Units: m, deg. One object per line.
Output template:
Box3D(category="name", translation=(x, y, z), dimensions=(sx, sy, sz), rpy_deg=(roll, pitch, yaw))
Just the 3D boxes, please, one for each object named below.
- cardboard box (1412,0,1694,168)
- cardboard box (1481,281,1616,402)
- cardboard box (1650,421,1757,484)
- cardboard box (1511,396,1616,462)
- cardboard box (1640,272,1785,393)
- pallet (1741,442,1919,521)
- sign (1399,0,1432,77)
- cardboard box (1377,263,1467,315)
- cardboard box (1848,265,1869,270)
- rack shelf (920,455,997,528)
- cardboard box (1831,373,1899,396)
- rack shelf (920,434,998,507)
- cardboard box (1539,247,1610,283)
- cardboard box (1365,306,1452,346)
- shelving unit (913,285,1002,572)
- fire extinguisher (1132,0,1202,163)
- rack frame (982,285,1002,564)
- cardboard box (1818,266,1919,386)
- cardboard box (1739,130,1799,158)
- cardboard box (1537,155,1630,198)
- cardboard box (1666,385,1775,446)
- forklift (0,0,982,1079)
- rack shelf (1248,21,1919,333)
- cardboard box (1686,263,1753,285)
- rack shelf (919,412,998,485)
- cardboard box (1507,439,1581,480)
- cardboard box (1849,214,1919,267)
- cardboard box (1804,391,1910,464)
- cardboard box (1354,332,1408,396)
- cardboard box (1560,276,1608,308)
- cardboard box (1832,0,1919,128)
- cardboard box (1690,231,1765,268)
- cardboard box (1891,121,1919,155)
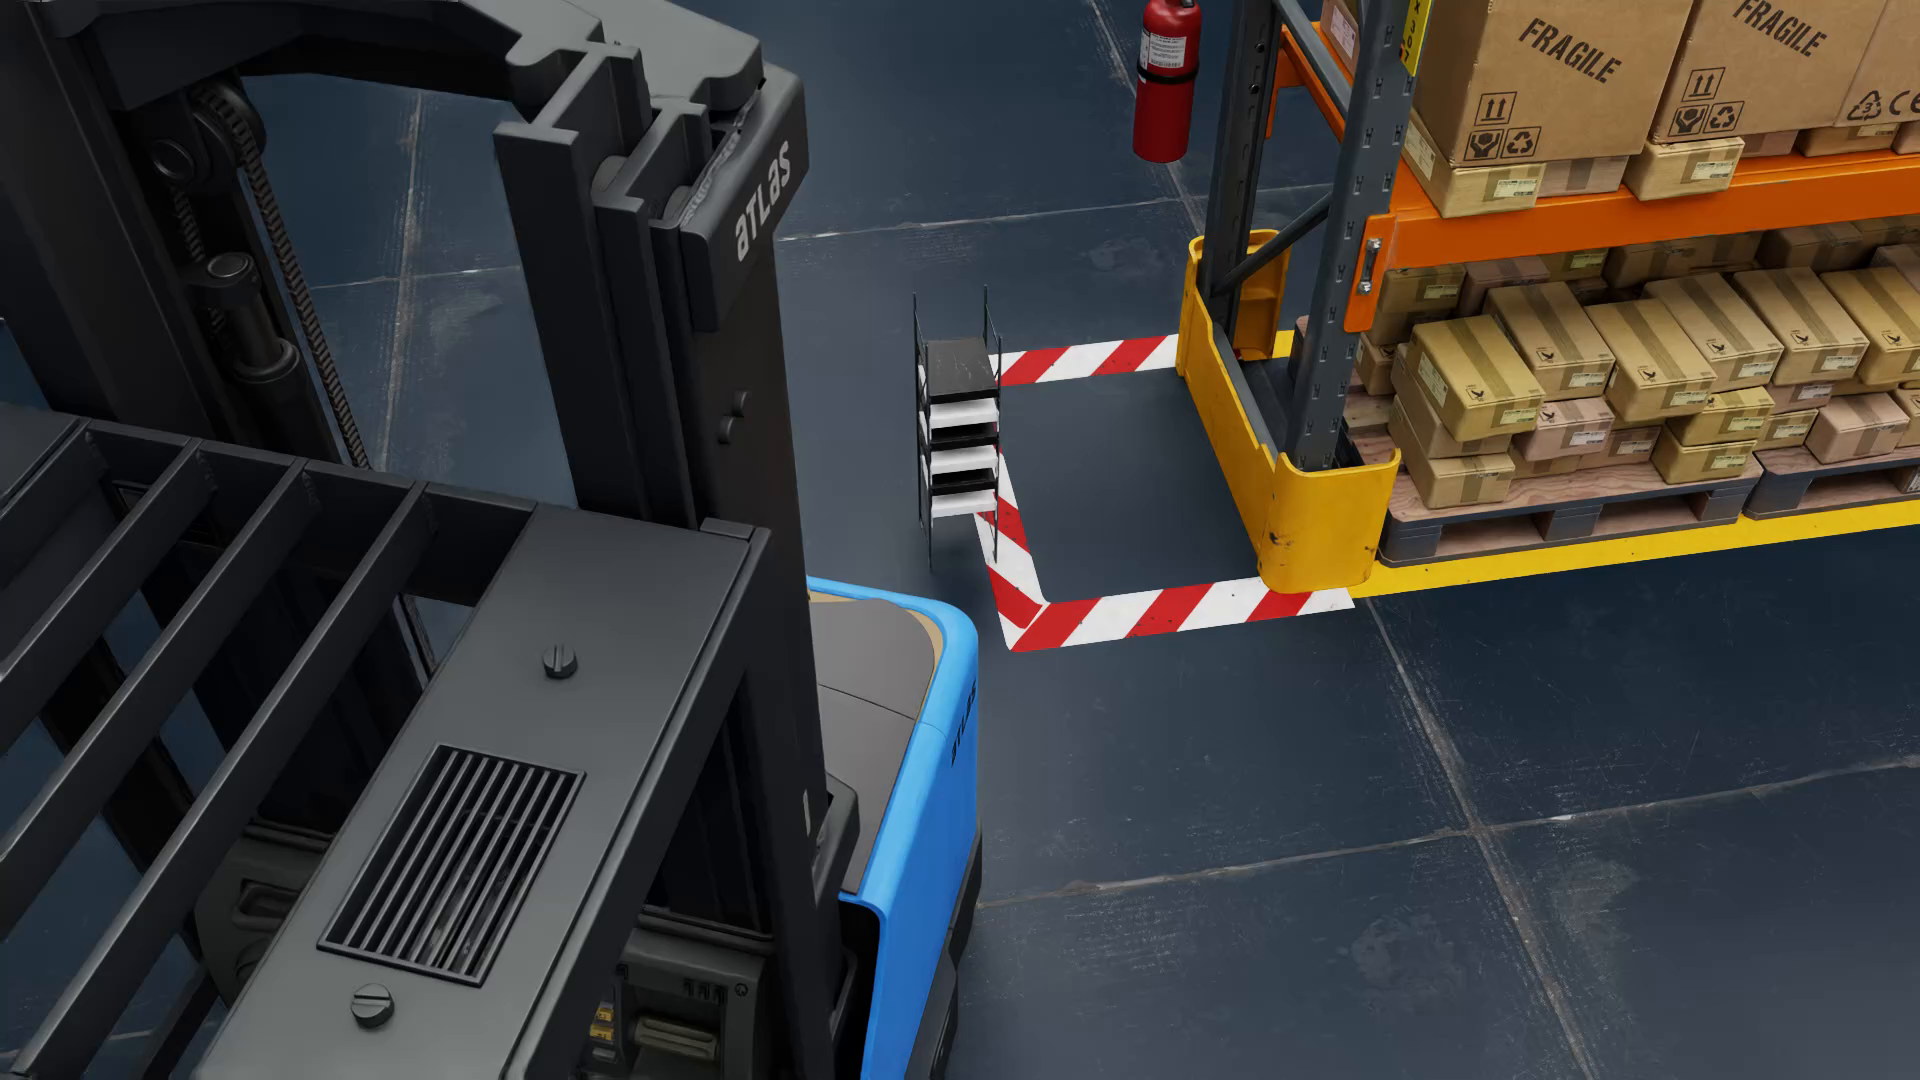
Box3D(category="cardboard box", translation=(1.429, -1.291, 4.135), dimensions=(0.500, 0.500, 0.500), rpy_deg=(-5, 46, -5))
Box3D(category="cardboard box", translation=(1.765, -0.600, 5.020), dimensions=(0.250, 0.149, 0.380), rpy_deg=(-6, 46, -6))
Box3D(category="cardboard box", translation=(2.268, -0.367, 5.209), dimensions=(0.250, 0.149, 0.380), rpy_deg=(-7, 46, -6))
Box3D(category="cardboard box", translation=(1.779, -0.430, 5.063), dimensions=(0.250, 0.149, 0.380), rpy_deg=(-7, 47, -7))
Box3D(category="cardboard box", translation=(2.265, -0.629, 5.048), dimensions=(0.250, 0.149, 0.380), rpy_deg=(-9, 47, -9))
Box3D(category="pallet", translation=(3.020, -0.558, 5.641), dimensions=(1.213, 0.211, 1.003), rpy_deg=(-7, 46, -7))
Box3D(category="sign", translation=(1.032, -1.209, 3.731), dimensions=(0.005, 0.325, 0.100), rpy_deg=(-7, 46, -7))
Box3D(category="cardboard box", translation=(1.418, -0.902, 5.311), dimensions=(0.250, 0.149, 0.380), rpy_deg=(-7, 46, -6))
Box3D(category="cardboard box", translation=(2.953, -1.031, 5.642), dimensions=(0.250, 0.149, 0.380), rpy_deg=(-7, 46, -6))
Box3D(category="rack shelf", translation=(-0.008, -0.163, 5.079), dimensions=(0.200, 0.077, 0.258), rpy_deg=(-7, 46, -7))
Box3D(category="cardboard box", translation=(2.782, -0.640, 5.265), dimensions=(0.250, 0.149, 0.380), rpy_deg=(-5, 46, -5))
Box3D(category="rack shelf", translation=(-0.008, -0.226, 5.014), dimensions=(0.200, 0.077, 0.258), rpy_deg=(-7, 46, -7))
Box3D(category="cardboard box", translation=(1.909, -1.014, 5.419), dimensions=(0.250, 0.149, 0.380), rpy_deg=(-8, 47, -8))
Box3D(category="cardboard box", translation=(1.411, -0.821, 5.440), dimensions=(0.250, 0.149, 0.380), rpy_deg=(-8, 47, -8))
Box3D(category="shelving unit", translation=(-0.008, -0.311, 4.925), dimensions=(0.210, 0.900, 0.258), rpy_deg=(-7, 46, -7))
Box3D(category="fire extinguisher", translation=(0.613, -1.434, 4.862), dimensions=(0.183, 0.674, 0.296), rpy_deg=(-7, 46, -7))
Box3D(category="rack frame", translation=(0.092, -0.324, 4.937), dimensions=(0.006, 0.900, 0.240), rpy_deg=(-7, 46, -7))
Box3D(category="cardboard box", translation=(2.807, -0.656, 5.074), dimensions=(0.250, 0.149, 0.380), rpy_deg=(-6, 46, -6))
Box3D(category="cardboard box", translation=(2.065, -1.199, 4.497), dimensions=(0.250, 0.149, 0.380), rpy_deg=(-5, 46, -5))
Box3D(category="cardboard box", translation=(1.558, -1.075, 4.377), dimensions=(0.250, 0.149, 0.380), rpy_deg=(-6, 46, -5))
Box3D(category="cardboard box", translation=(2.276, -0.477, 5.108), dimensions=(0.250, 0.149, 0.380), rpy_deg=(-6, 46, -6))
Box3D(category="forklift", translation=(-0.803, 0.818, 2.426), dimensions=(1.130, 2.935, 3.031), rpy_deg=(10, 47, 10))
Box3D(category="rack shelf", translation=(2.910, -1.290, 4.910), dimensions=(4.000, 0.370, 1.077), rpy_deg=(-7, 46, -7))
Box3D(category="cardboard box", translation=(2.431, -0.959, 5.573), dimensions=(0.250, 0.149, 0.380), rpy_deg=(-6, 46, -6))
Box3D(category="rack shelf", translation=(-0.008, -0.288, 4.949), dimensions=(0.200, 0.077, 0.258), rpy_deg=(-7, 46, -7))
Box3D(category="cardboard box", translation=(1.754, -0.378, 5.219), dimensions=(0.250, 0.149, 0.380), rpy_deg=(-7, 47, -7))
Box3D(category="cardboard box", translation=(2.962, -1.079, 5.482), dimensions=(0.250, 0.149, 0.380), rpy_deg=(-7, 46, -7))
Box3D(category="cardboard box", translation=(2.764, -0.435, 5.274), dimensions=(0.250, 0.149, 0.380), rpy_deg=(-9, 47, -9))
Box3D(category="cardboard box", translation=(1.423, -0.663, 5.494), dimensions=(0.250, 0.149, 0.380), rpy_deg=(-6, 46, -6))
Box3D(category="cardboard box", translation=(1.923, -0.886, 5.502), dimensions=(0.250, 0.149, 0.380), rpy_deg=(-9, 47, -8))
Box3D(category="cardboard box", translation=(2.437, -1.426, 4.265), dimensions=(0.500, 0.500, 0.500), rpy_deg=(-7, 46, -6))
Box3D(category="cardboard box", translation=(2.430, -1.073, 5.476), dimensions=(0.250, 0.149, 0.380), rpy_deg=(-6, 46, -5))
Box3D(category="cardboard box", translation=(2.584, -1.225, 4.522), dimensions=(0.250, 0.149, 0.380), rpy_deg=(-8, 47, -8))
